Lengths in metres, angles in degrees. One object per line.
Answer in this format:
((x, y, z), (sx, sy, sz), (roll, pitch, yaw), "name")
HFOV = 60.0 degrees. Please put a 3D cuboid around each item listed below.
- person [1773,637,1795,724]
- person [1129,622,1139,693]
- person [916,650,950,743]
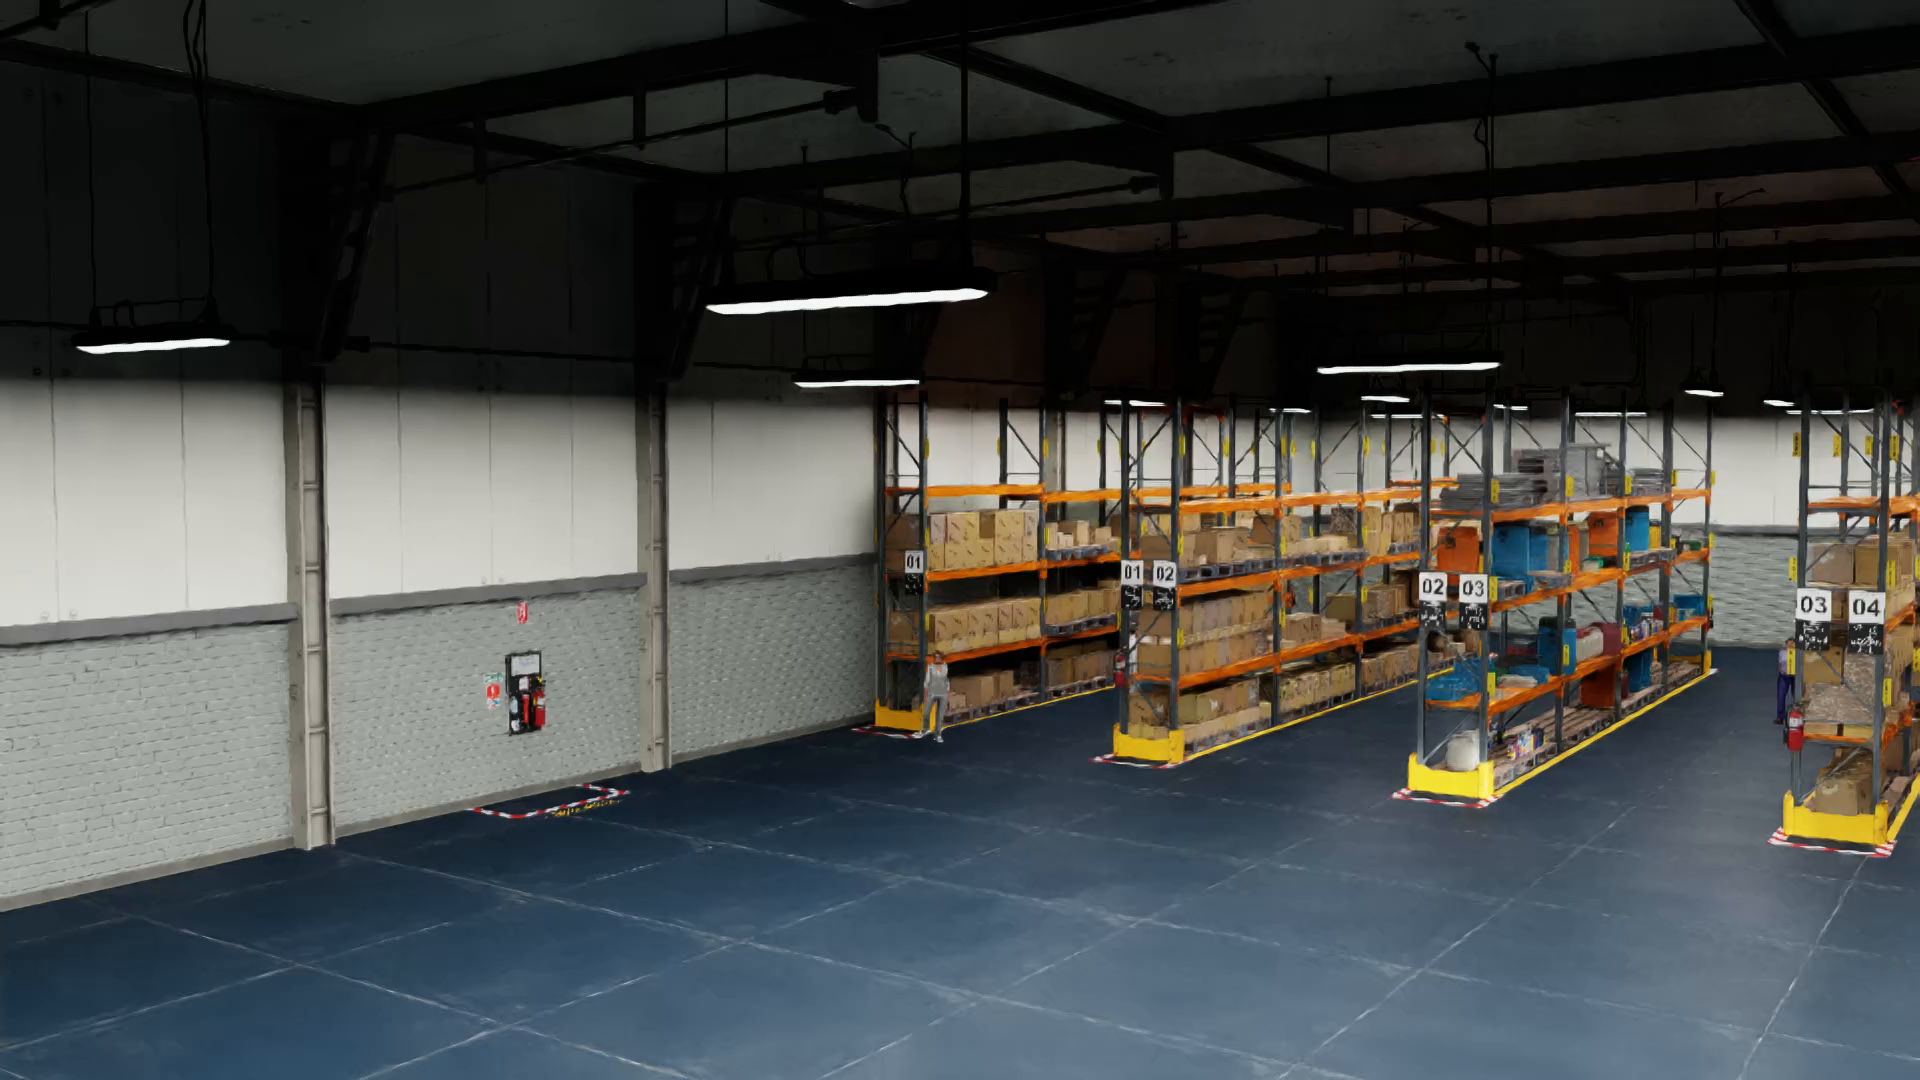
((15.095, 2.530, 30.185), (0.478, 1.567, 1.093), (2, 4, 32), "person")
((3.344, 2.399, 31.615), (0.416, 1.677, 0.537), (0, 3, 5), "person")
((-0.461, 2.639, 28.193), (0.572, 1.586, 0.462), (0, 3, -8), "person")
